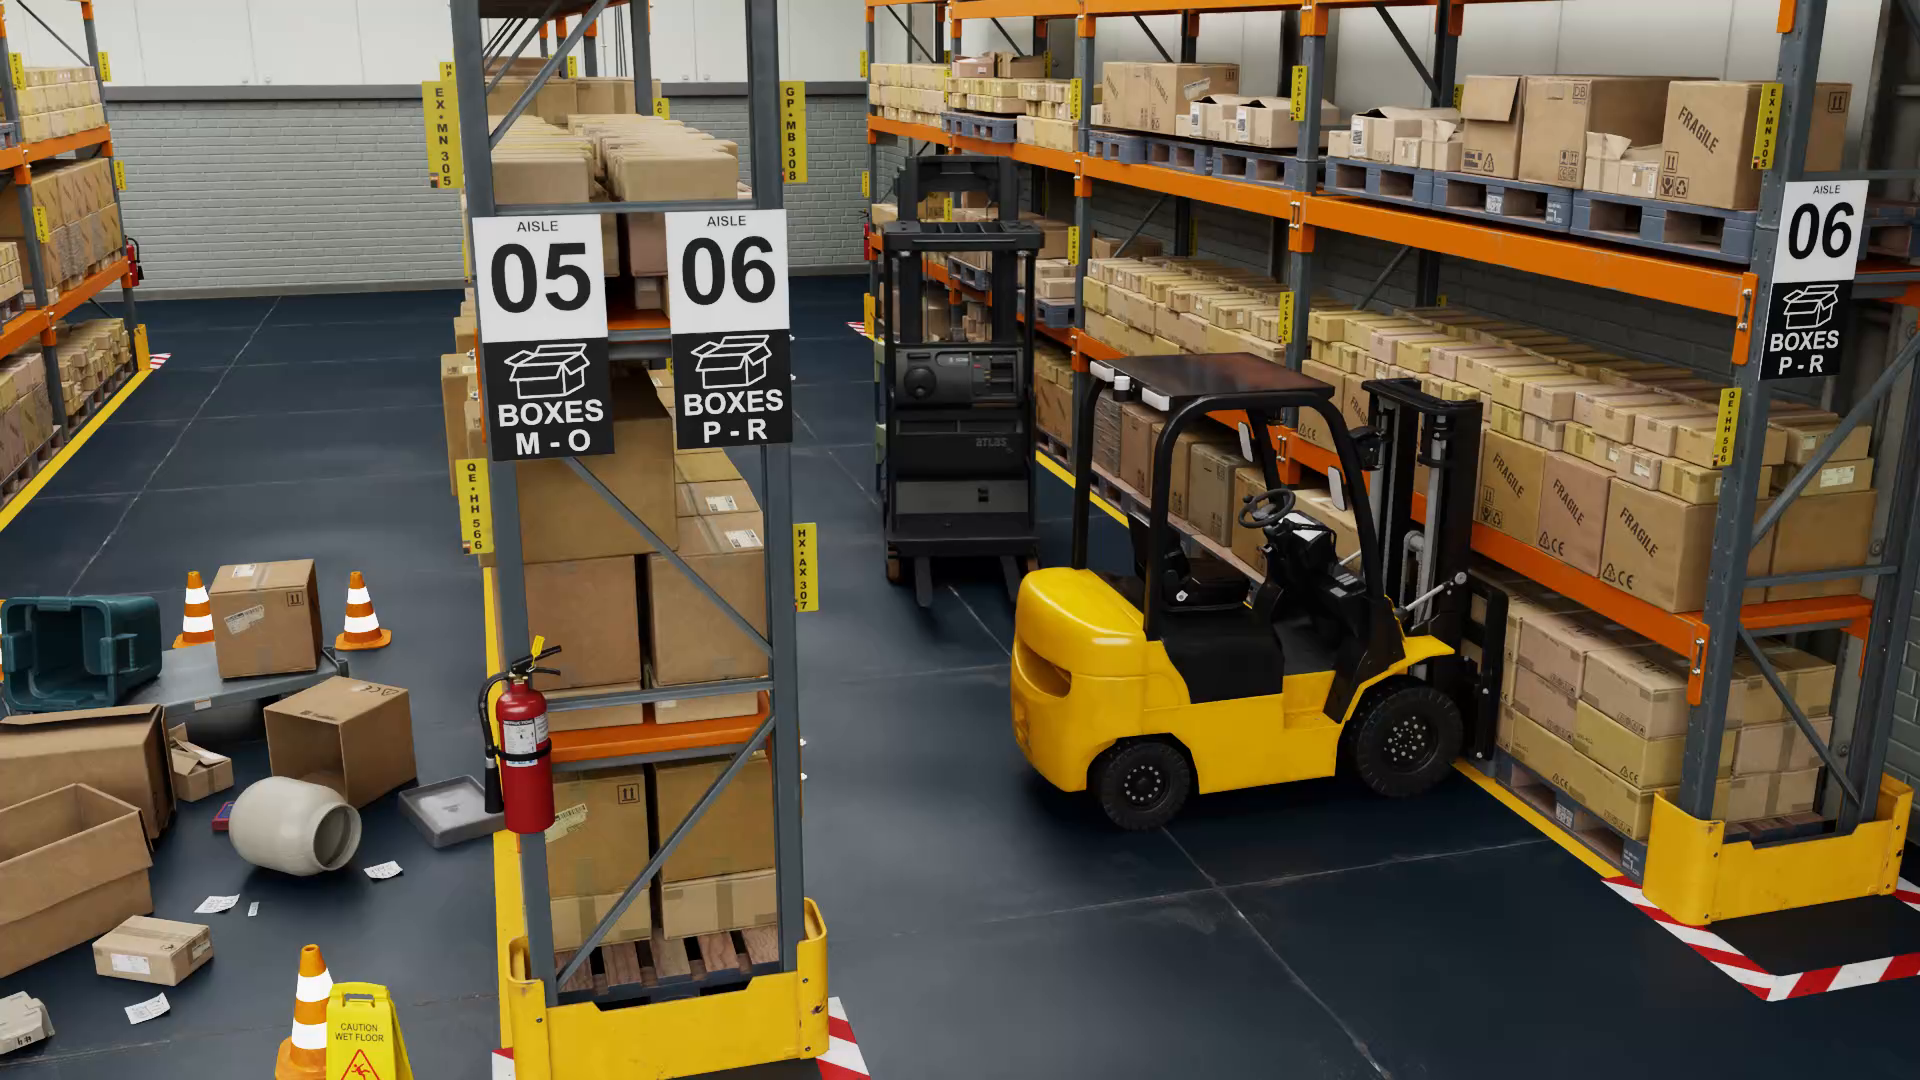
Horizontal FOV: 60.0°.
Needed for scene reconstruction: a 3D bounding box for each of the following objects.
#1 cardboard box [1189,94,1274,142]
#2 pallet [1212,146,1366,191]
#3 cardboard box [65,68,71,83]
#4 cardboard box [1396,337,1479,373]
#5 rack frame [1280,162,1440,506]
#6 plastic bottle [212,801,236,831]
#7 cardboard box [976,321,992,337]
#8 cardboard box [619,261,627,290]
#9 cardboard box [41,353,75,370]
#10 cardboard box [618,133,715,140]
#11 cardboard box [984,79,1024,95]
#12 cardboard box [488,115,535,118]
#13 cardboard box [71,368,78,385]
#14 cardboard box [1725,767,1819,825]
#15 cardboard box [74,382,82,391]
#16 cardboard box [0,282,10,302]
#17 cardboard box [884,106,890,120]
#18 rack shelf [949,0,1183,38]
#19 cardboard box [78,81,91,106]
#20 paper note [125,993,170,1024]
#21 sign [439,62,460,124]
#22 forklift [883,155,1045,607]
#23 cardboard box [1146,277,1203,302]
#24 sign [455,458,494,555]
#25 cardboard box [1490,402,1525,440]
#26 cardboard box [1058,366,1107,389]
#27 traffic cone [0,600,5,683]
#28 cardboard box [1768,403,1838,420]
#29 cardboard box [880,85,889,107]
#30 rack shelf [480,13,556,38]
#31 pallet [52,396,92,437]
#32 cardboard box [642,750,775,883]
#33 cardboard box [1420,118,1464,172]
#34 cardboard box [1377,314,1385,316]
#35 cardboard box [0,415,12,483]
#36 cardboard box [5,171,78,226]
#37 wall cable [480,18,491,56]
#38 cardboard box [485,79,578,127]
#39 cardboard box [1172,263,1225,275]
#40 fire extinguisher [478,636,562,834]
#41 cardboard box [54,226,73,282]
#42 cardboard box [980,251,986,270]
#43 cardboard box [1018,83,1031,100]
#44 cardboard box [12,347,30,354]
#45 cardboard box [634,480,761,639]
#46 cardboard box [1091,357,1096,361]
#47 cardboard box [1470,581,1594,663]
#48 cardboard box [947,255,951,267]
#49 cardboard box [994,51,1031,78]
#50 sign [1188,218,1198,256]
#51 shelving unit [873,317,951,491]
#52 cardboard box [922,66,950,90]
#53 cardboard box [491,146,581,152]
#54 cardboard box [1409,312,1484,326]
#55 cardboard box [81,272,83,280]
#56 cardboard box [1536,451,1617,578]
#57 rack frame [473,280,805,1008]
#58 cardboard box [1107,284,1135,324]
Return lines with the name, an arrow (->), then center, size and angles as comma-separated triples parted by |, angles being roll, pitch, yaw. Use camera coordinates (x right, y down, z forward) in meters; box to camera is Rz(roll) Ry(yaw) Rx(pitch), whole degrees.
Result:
cardboard box -> 1.950, -2.980, 11.694 | 0.500, 0.311, 0.500 | -5, 18, -17
pallet -> 2.339, -2.531, 11.284 | 0.805, 0.209, 1.217 | -5, 18, -17
cardboard box -> -9.600, -4.890, 17.502 | 0.380, 0.149, 0.250 | -5, 17, -17
cardboard box -> 2.703, -1.049, 9.411 | 0.380, 0.149, 0.250 | -5, 17, -16
rack frame -> 2.594, -0.943, 10.879 | 1.000, 3.000, 0.127 | -5, 17, -15
plastic bottle -> -3.626, 1.363, 8.310 | 0.133, 0.061, 0.283 | -2, 17, -6
cardboard box -> 0.389, -2.280, 17.816 | 0.380, 0.149, 0.250 | -5, 17, -17
cardboard box -> -1.147, -1.085, 6.574 | 0.380, 0.149, 0.250 | -5, 17, -16
cardboard box -> -9.232, -1.793, 16.899 | 0.380, 0.149, 0.250 | -5, 17, -17
cardboard box -> -1.224, -1.614, 6.947 | 0.380, 0.149, 0.250 | -4, 17, -14
cardboard box -> 0.450, -4.470, 16.420 | 0.380, 0.149, 0.250 | -4, 17, -14
cardboard box -> -2.405, -2.135, 8.683 | 0.380, 0.149, 0.250 | -5, 17, -16
cardboard box -> -9.228, -1.650, 16.938 | 0.380, 0.149, 0.250 | -6, 18, -18
cardboard box -> 3.747, 1.127, 8.034 | 0.500, 0.250, 0.500 | -5, 17, -15
cardboard box -> -9.208, -1.510, 16.990 | 0.380, 0.149, 0.250 | -5, 17, -16
cardboard box -> -8.669, -2.189, 14.733 | 0.380, 0.149, 0.250 | -5, 17, -15
cardboard box -> -0.719, -5.253, 20.447 | 0.380, 0.149, 0.250 | -4, 17, -14
rack shelf -> 0.945, -4.940, 15.702 | 1.077, 0.370, 4.000 | -5, 17, -15
cardboard box -> -9.694, -4.806, 17.914 | 0.500, 0.250, 0.500 | -5, 17, -17
paper note -> -3.252, 1.874, 6.659 | 0.148, 0.019, 0.142 | -12, 20, -34
sign -> -2.710, -2.378, 8.857 | 0.100, 0.325, 0.005 | -5, 17, -15
forklift -> 0.009, -1.202, 11.860 | 1.130, 2.935, 3.031 | -1, 17, -3
cardboard box -> 1.664, -1.941, 12.898 | 0.380, 0.149, 0.250 | -4, 17, -14
sign -> -1.617, -0.111, 5.546 | 0.100, 0.325, 0.005 | -5, 17, -15
cardboard box -> 2.953, -0.622, 8.508 | 0.380, 0.149, 0.250 | -5, 17, -15
cardboard box -> 1.116, -1.481, 15.156 | 0.380, 0.149, 0.250 | -6, 18, -18
traffic cone -> -5.826, 0.594, 10.170 | 0.336, 0.463, 0.334 | -5, 17, -15
cardboard box -> 3.794, -0.526, 7.672 | 0.380, 0.149, 0.250 | -4, 17, -13
cardboard box -> -0.685, -5.487, 20.533 | 0.500, 0.250, 0.500 | -4, 17, -14
rack shelf -> -4.925, -5.653, 18.075 | 1.077, 0.370, 4.000 | -5, 17, -15
pallet -> -9.326, -1.191, 16.550 | 1.003, 0.211, 1.213 | -5, 17, -15
cardboard box -> -1.041, 1.062, 6.950 | 0.500, 0.500, 0.500 | -5, 18, -17
cardboard box -> 2.710, -2.130, 8.945 | 0.396, 0.266, 0.258 | -5, 17, -17
cardboard box -> 2.704, -1.416, 11.151 | 0.380, 0.149, 0.250 | -5, 17, -17
cardboard box -> -8.244, -0.737, 13.808 | 0.500, 0.500, 0.500 | -5, 17, -17
cardboard box -> -9.263, -3.441, 16.764 | 0.500, 0.500, 0.500 | -4, 17, -14
wall cable -> -7.309, -8.294, 24.920 | 0.463, 3.000, 0.029 | -5, 17, -15
cardboard box -> -2.459, -2.506, 9.527 | 0.500, 0.250, 0.500 | -4, 17, -14
cardboard box -> 1.971, -2.194, 13.742 | 0.380, 0.149, 0.250 | -5, 17, -15
fire extinguisher -> -1.490, 0.662, 5.670 | 0.296, 0.674, 0.183 | -5, 17, -15
cardboard box -> -9.144, -2.827, 16.459 | 0.500, 0.500, 0.500 | -5, 17, -15
cardboard box -> 0.409, -2.878, 16.824 | 0.396, 0.266, 0.258 | -4, 17, -13
cardboard box -> 0.759, -4.179, 15.486 | 0.380, 0.149, 0.250 | -5, 17, -15
cardboard box -> -9.885, -1.897, 17.245 | 0.380, 0.149, 0.250 | -5, 18, -17
cardboard box -> -1.087, 0.070, 6.814 | 0.500, 0.500, 0.500 | -4, 17, -14
cardboard box -> 1.459, -1.671, 15.790 | 0.380, 0.149, 0.250 | -4, 17, -15
cardboard box -> 2.973, 0.418, 8.659 | 0.500, 0.250, 0.500 | -4, 17, -15
cardboard box -> 0.065, -3.104, 18.509 | 0.380, 0.149, 0.250 | -4, 17, -14
cardboard box -> 0.546, -4.983, 17.409 | 0.396, 0.266, 0.258 | -5, 17, -16
sign -> 2.028, -2.649, 14.545 | 0.100, 0.325, 0.005 | -5, 17, -15
shelving unit -> -0.382, -1.075, 13.924 | 0.431, 1.500, 0.755 | -8, 18, -24
cardboard box -> -0.122, -5.163, 18.587 | 0.500, 0.250, 0.500 | -5, 17, -16
cardboard box -> -1.577, -1.355, 6.087 | 0.380, 0.149, 0.250 | -5, 17, -16
cardboard box -> 3.002, -1.307, 10.272 | 0.380, 0.149, 0.250 | -5, 17, -17
cardboard box -> -9.398, -2.758, 17.357 | 0.380, 0.149, 0.250 | -4, 17, -13
cardboard box -> 3.172, -0.145, 8.045 | 0.500, 0.500, 0.500 | -4, 17, -14
rack frame -> -1.078, 0.556, 5.886 | 1.000, 3.000, 0.127 | -5, 17, -15
cardboard box -> 1.518, -1.937, 13.578 | 0.500, 0.250, 0.500 | -4, 17, -14
